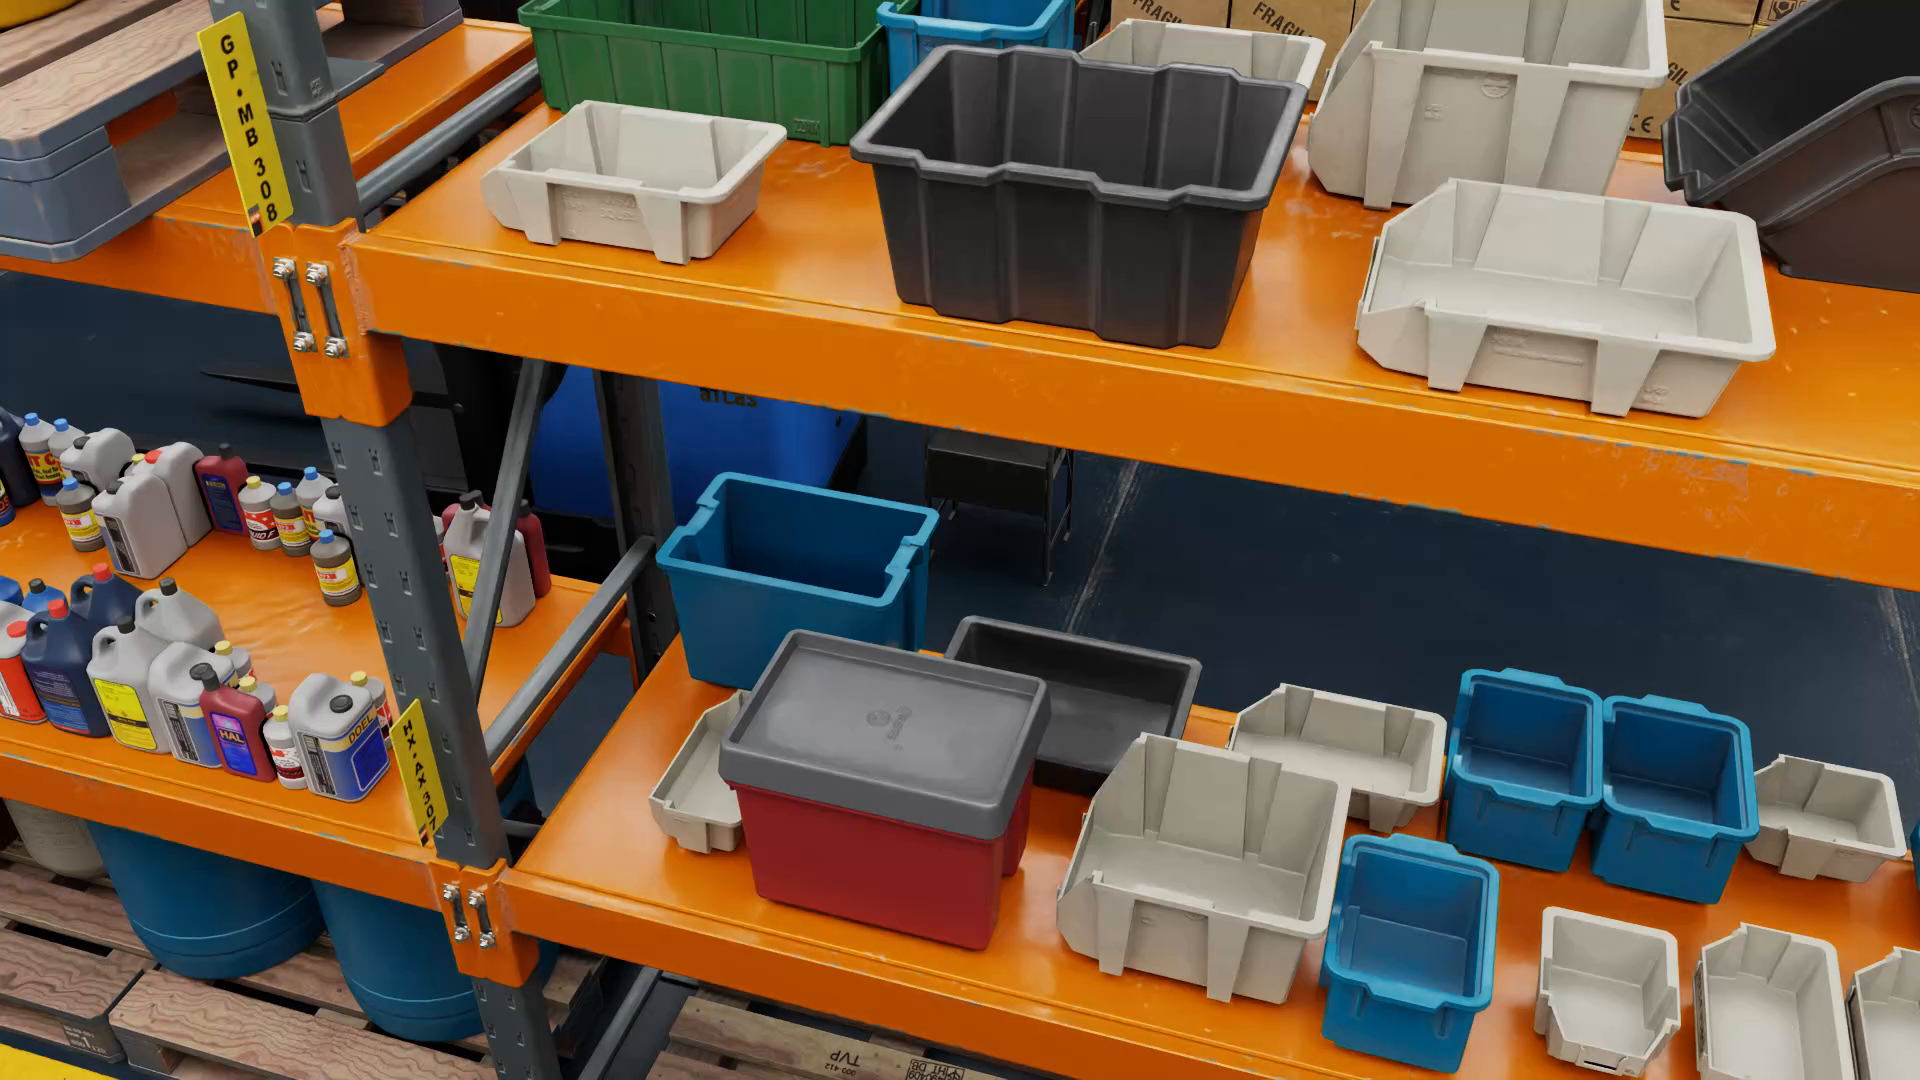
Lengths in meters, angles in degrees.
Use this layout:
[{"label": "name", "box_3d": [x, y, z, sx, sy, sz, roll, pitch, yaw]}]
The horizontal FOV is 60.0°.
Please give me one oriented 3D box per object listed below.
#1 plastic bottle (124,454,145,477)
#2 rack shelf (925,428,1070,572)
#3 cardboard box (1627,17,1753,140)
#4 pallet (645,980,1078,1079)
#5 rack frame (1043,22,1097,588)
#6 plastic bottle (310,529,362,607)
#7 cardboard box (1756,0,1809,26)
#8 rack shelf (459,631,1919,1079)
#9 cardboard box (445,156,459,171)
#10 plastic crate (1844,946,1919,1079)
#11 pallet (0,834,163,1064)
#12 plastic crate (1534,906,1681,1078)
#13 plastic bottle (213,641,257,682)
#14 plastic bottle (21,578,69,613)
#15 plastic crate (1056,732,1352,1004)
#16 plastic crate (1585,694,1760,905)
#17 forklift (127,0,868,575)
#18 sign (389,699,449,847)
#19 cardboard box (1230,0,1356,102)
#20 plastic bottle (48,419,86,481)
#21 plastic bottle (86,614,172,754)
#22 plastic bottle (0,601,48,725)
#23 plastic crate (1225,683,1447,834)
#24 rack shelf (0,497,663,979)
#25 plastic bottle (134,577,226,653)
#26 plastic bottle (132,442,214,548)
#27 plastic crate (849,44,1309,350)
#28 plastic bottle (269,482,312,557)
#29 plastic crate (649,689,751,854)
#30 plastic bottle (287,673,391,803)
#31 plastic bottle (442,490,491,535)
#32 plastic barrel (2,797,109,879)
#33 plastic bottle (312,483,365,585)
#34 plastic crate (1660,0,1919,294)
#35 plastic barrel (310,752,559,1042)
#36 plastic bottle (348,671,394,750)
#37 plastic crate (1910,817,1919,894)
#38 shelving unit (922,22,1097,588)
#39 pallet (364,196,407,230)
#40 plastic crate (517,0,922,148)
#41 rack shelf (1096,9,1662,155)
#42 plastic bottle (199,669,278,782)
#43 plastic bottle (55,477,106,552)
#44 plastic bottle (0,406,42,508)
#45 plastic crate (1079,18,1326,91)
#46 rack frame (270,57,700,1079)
[{"label": "plastic bottle", "box_3d": [-2.235, -0.145, 4.584, 0.097, 0.201, 0.097, 0, 36, 0]}, {"label": "rack shelf", "box_3d": [0.158, -0.242, 6.511, 0.480, 0.518, 0.431, 10, 38, 14]}, {"label": "cardboard box", "box_3d": [2.899, -1.969, 6.811, 0.500, 0.500, 0.500, 11, 38, 14]}, {"label": "pallet", "box_3d": [-0.207, 1.503, 4.530, 1.213, 0.211, 1.003, 10, 38, 14]}, {"label": "rack frame", "box_3d": [0.391, -0.773, 6.029, 0.015, 2.100, 0.400, 10, 38, 14]}, {"label": "plastic bottle", "box_3d": [-1.618, 0.064, 4.300, 0.097, 0.201, 0.097, 0, 36, 0]}, {"label": "cardboard box", "box_3d": [3.389, -2.278, 6.386, 0.500, 0.500, 0.500, 12, 38, 15]}, {"label": "rack shelf", "box_3d": [0.988, 0.915, 3.583, 4.000, 0.370, 1.077, 10, 38, 14]}, {"label": "cardboard box", "box_3d": [-2.407, -2.076, 8.778, 0.500, 0.500, 0.500, 9, 37, 12]}, {"label": "plastic crate", "box_3d": [1.793, 0.960, 3.087, 0.243, 0.136, 0.396, 10, 38, 14]}, {"label": "pallet", "box_3d": [-2.813, 1.021, 5.185, 1.213, 0.211, 1.003, 10, 38, 14]}, {"label": "plastic crate", "box_3d": [1.231, 0.883, 3.192, 0.250, 0.136, 0.298, 10, 38, 14]}, {"label": "plastic bottle", "box_3d": [-1.722, 0.327, 3.943, 0.097, 0.201, 0.097, 0, 36, 0]}, {"label": "plastic bottle", "box_3d": [-2.204, 0.209, 4.043, 0.097, 0.271, 0.097, 0, 36, 0]}, {"label": "plastic crate", "box_3d": [0.482, 0.670, 3.359, 0.530, 0.282, 0.437, 10, 38, 14]}, {"label": "plastic crate", "box_3d": [1.503, 0.560, 3.550, 0.300, 0.233, 0.416, 10, 38, 14]}, {"label": "forklift", "box_3d": [-1.965, -1.404, 6.185, 3.031, 2.935, 1.130, 7, 37, 10]}, {"label": "sign", "box_3d": [-1.086, 0.471, 3.345, 0.005, 0.325, 0.100, 10, 38, 14]}, {"label": "cardboard box", "box_3d": [1.455, -2.237, 7.175, 0.500, 0.500, 0.500, 11, 38, 15]}, {"label": "plastic bottle", "box_3d": [-2.457, -0.214, 4.619, 0.097, 0.271, 0.097, 0, 36, 0]}, {"label": "plastic bottle", "box_3d": [-1.896, 0.315, 3.834, 0.185, 0.351, 0.144, 10, 38, 14]}, {"label": "plastic bottle", "box_3d": [-2.223, 0.281, 3.942, 0.135, 0.276, 0.152, 10, 38, 14]}, {"label": "plastic crate", "box_3d": [0.831, 0.492, 3.723, 0.466, 0.136, 0.293, 10, 38, 14]}, {"label": "rack shelf", "box_3d": [-2.830, 0.208, 4.543, 4.000, 0.370, 1.077, 10, 38, 14]}, {"label": "plastic bottle", "box_3d": [-1.853, 0.233, 3.945, 0.185, 0.351, 0.144, 10, 38, 14]}, {"label": "plastic bottle", "box_3d": [-2.133, -0.139, 4.513, 0.135, 0.276, 0.152, 10, 38, 14]}, {"label": "plastic crate", "box_3d": [0.183, -0.509, 2.490, 0.590, 0.269, 0.497, 10, 38, 14]}, {"label": "plastic bottle", "box_3d": [-1.794, -0.063, 4.473, 0.097, 0.201, 0.097, 0, 36, 0]}, {"label": "plastic crate", "box_3d": [-0.519, 0.517, 3.689, 0.243, 0.136, 0.396, 10, 38, 14]}, {"label": "plastic bottle", "box_3d": [-1.393, 0.435, 3.733, 0.135, 0.276, 0.152, 10, 38, 14]}, {"label": "plastic bottle", "box_3d": [-1.271, -0.011, 4.333, 0.133, 0.283, 0.061, 10, 38, 14]}, {"label": "plastic barrel", "box_3d": [-2.623, 0.724, 4.981, 0.421, 0.512, 0.421, 0, 36, 0]}, {"label": "plastic bottle", "box_3d": [-1.598, -0.040, 4.379, 0.135, 0.276, 0.152, 10, 38, 14]}, {"label": "plastic crate", "box_3d": [1.521, -0.630, 2.597, 0.767, 0.338, 0.504, 10, 38, 14]}, {"label": "plastic barrel", "box_3d": [-1.435, 0.842, 4.491, 0.708, 0.901, 0.600, 10, 38, 14]}, {"label": "plastic bottle", "box_3d": [-1.374, 0.391, 3.855, 0.097, 0.201, 0.097, 0, 36, 0]}, {"label": "plastic crate", "box_3d": [2.132, 0.676, 3.392, 0.300, 0.233, 0.416, 10, 38, 14]}, {"label": "shelving unit", "box_3d": [0.158, -0.816, 6.088, 0.503, 2.100, 0.431, 10, 38, 14]}, {"label": "pallet", "box_3d": [-2.557, -1.961, 9.236, 1.213, 0.211, 1.003, 10, 38, 14]}, {"label": "plastic crate", "box_3d": [-0.426, -0.947, 3.154, 0.662, 0.188, 0.450, 10, 38, 14]}, {"label": "rack shelf", "box_3d": [2.469, -1.887, 7.390, 4.000, 0.370, 1.077, 10, 38, 14]}, {"label": "plastic bottle", "box_3d": [-1.628, 0.417, 3.751, 0.133, 0.283, 0.061, 10, 38, 14]}, {"label": "plastic bottle", "box_3d": [-2.373, -0.076, 4.491, 0.097, 0.201, 0.097, 0, 36, 0]}, {"label": "plastic bottle", "box_3d": [-2.691, -0.275, 4.635, 0.185, 0.351, 0.144, 10, 38, 14]}, {"label": "plastic crate", "box_3d": [0.407, -0.820, 3.026, 0.466, 0.136, 0.293, 10, 38, 14]}, {"label": "rack frame", "box_3d": [-0.921, 0.272, 3.850, 0.127, 3.000, 1.000, 10, 38, 14]}]
